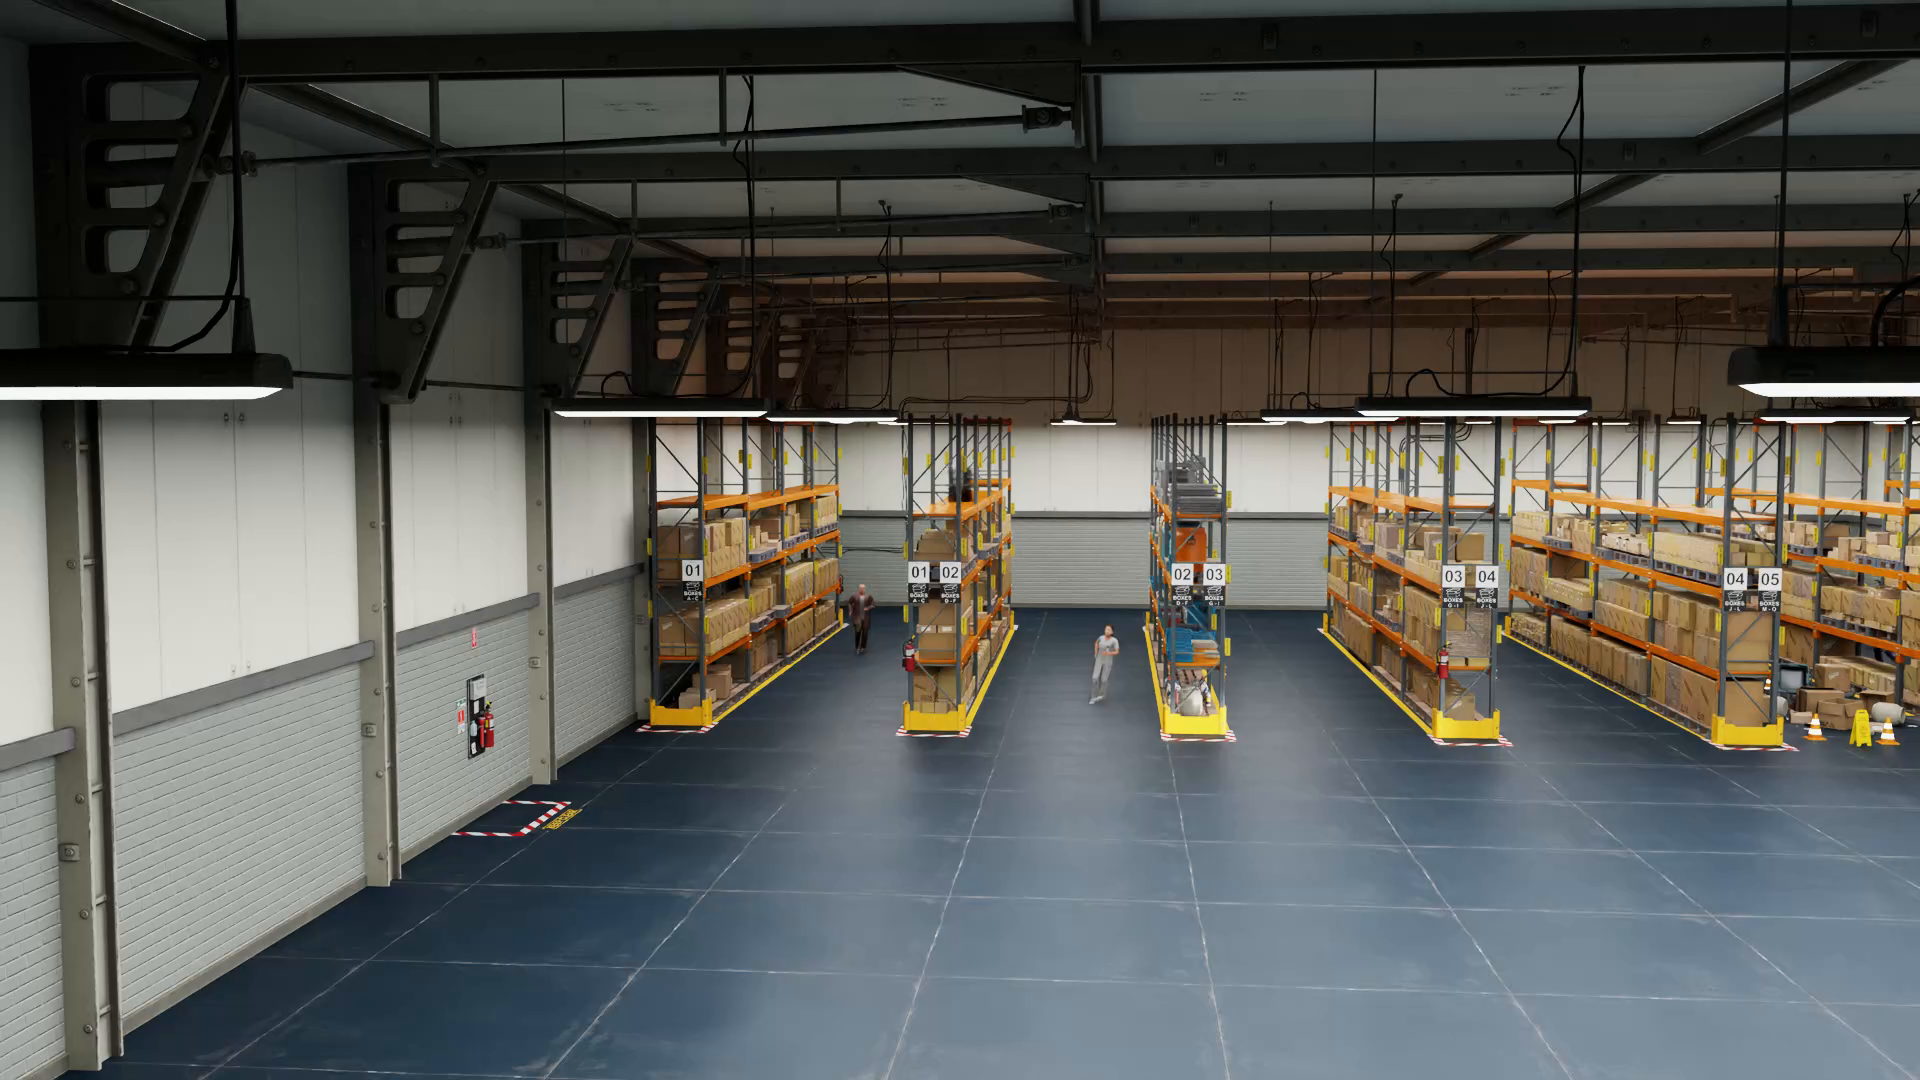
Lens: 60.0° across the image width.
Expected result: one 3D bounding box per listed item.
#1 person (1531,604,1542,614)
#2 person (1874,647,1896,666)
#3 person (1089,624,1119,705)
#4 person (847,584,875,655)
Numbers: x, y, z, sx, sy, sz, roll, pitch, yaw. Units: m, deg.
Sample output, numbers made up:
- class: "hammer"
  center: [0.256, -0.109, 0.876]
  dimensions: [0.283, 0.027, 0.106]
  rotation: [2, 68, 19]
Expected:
- class: "person"
  center: [16.421, 1.774, 46.986]
  dimensions: [0.719, 1.611, 0.528]
  rotation: [1, 4, 12]
- class: "person"
  center: [21.831, 2.300, 39.124]
  dimensions: [0.600, 1.609, 0.799]
  rotation: [-1, 4, -8]
- class: "person"
  center: [3.030, 2.671, 34.599]
  dimensions: [0.609, 1.535, 0.669]
  rotation: [1, 4, 17]
- class: "person"
  center: [-2.487, 2.013, 42.033]
  dimensions: [0.688, 1.791, 0.765]
  rotation: [-1, 4, -8]
